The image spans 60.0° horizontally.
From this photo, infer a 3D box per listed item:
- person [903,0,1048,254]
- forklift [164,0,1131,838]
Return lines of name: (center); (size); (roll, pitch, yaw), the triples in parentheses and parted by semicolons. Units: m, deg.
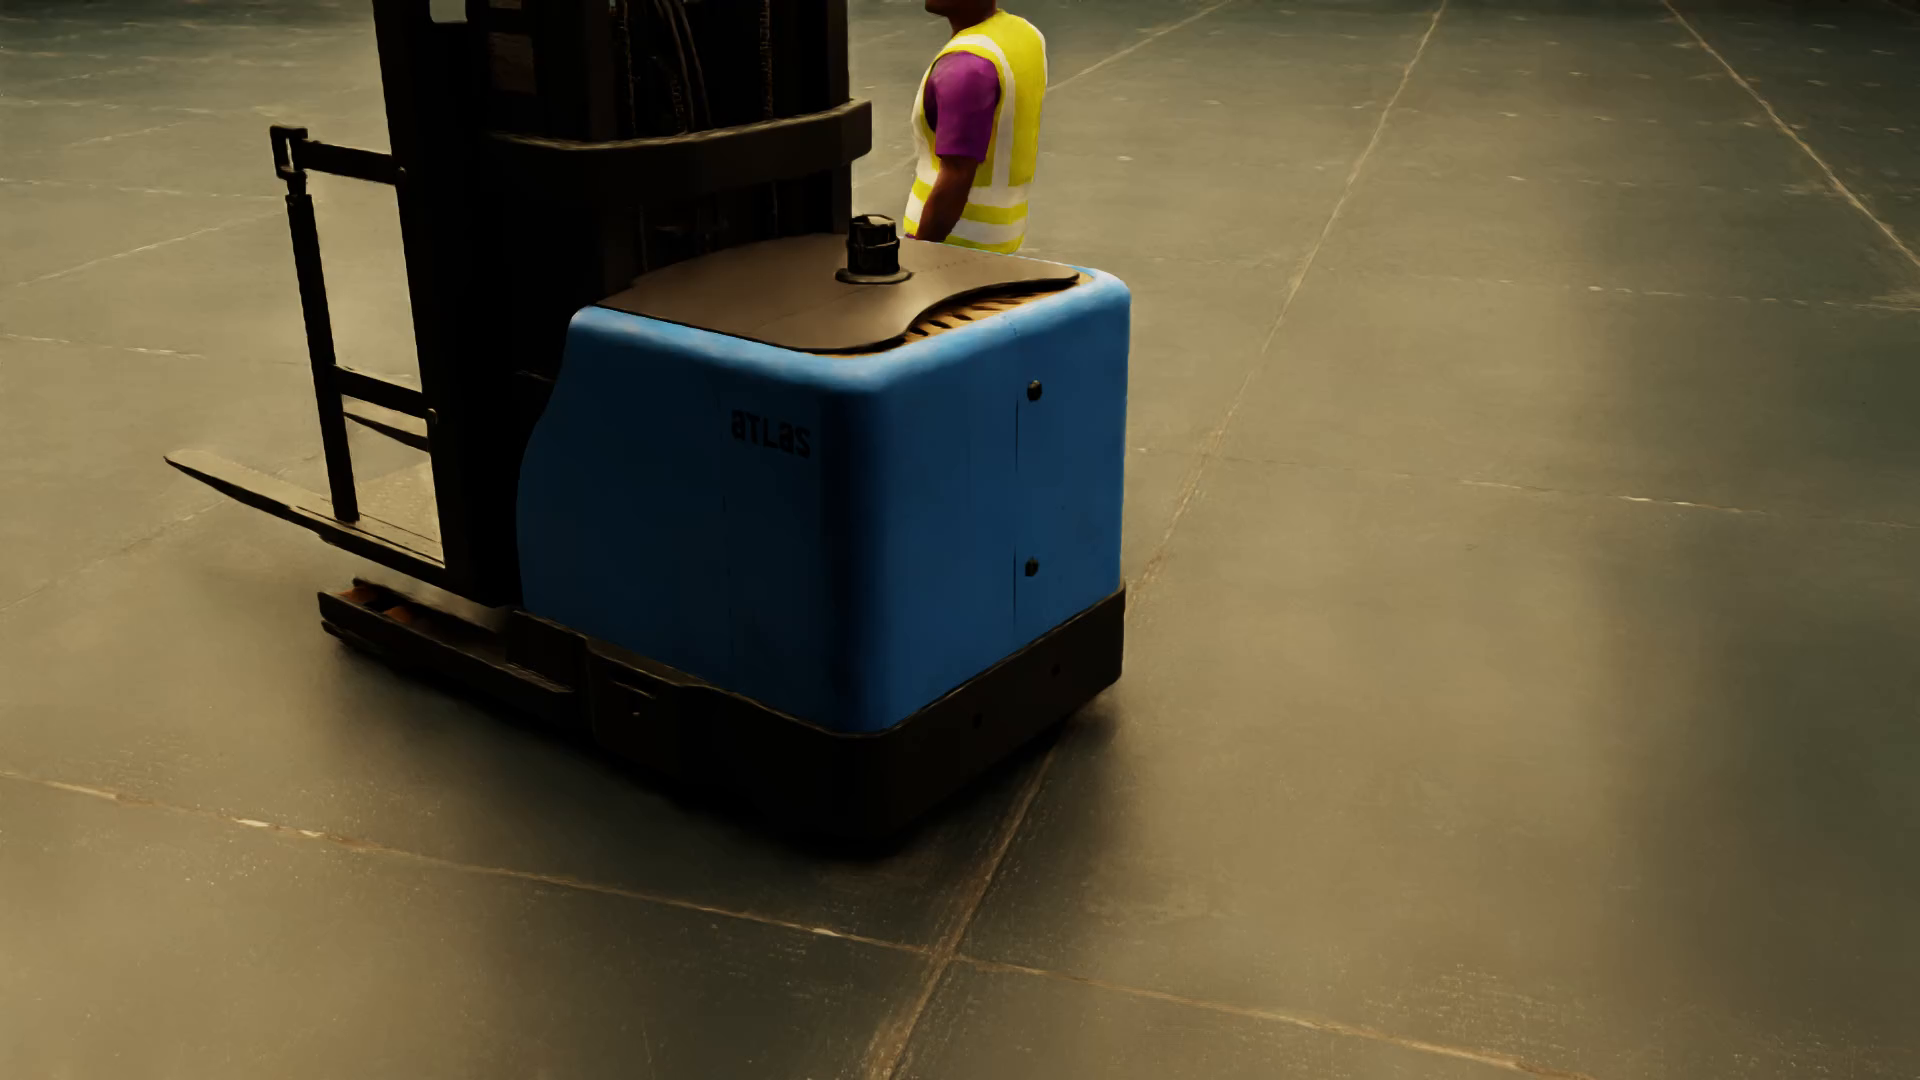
person: (-0.064, -0.872, 4.789); (0.576, 1.766, 0.665); (7, 23, 16)
forklift: (-1.075, -1.164, 4.099); (3.031, 2.935, 1.130); (16, 27, 34)
